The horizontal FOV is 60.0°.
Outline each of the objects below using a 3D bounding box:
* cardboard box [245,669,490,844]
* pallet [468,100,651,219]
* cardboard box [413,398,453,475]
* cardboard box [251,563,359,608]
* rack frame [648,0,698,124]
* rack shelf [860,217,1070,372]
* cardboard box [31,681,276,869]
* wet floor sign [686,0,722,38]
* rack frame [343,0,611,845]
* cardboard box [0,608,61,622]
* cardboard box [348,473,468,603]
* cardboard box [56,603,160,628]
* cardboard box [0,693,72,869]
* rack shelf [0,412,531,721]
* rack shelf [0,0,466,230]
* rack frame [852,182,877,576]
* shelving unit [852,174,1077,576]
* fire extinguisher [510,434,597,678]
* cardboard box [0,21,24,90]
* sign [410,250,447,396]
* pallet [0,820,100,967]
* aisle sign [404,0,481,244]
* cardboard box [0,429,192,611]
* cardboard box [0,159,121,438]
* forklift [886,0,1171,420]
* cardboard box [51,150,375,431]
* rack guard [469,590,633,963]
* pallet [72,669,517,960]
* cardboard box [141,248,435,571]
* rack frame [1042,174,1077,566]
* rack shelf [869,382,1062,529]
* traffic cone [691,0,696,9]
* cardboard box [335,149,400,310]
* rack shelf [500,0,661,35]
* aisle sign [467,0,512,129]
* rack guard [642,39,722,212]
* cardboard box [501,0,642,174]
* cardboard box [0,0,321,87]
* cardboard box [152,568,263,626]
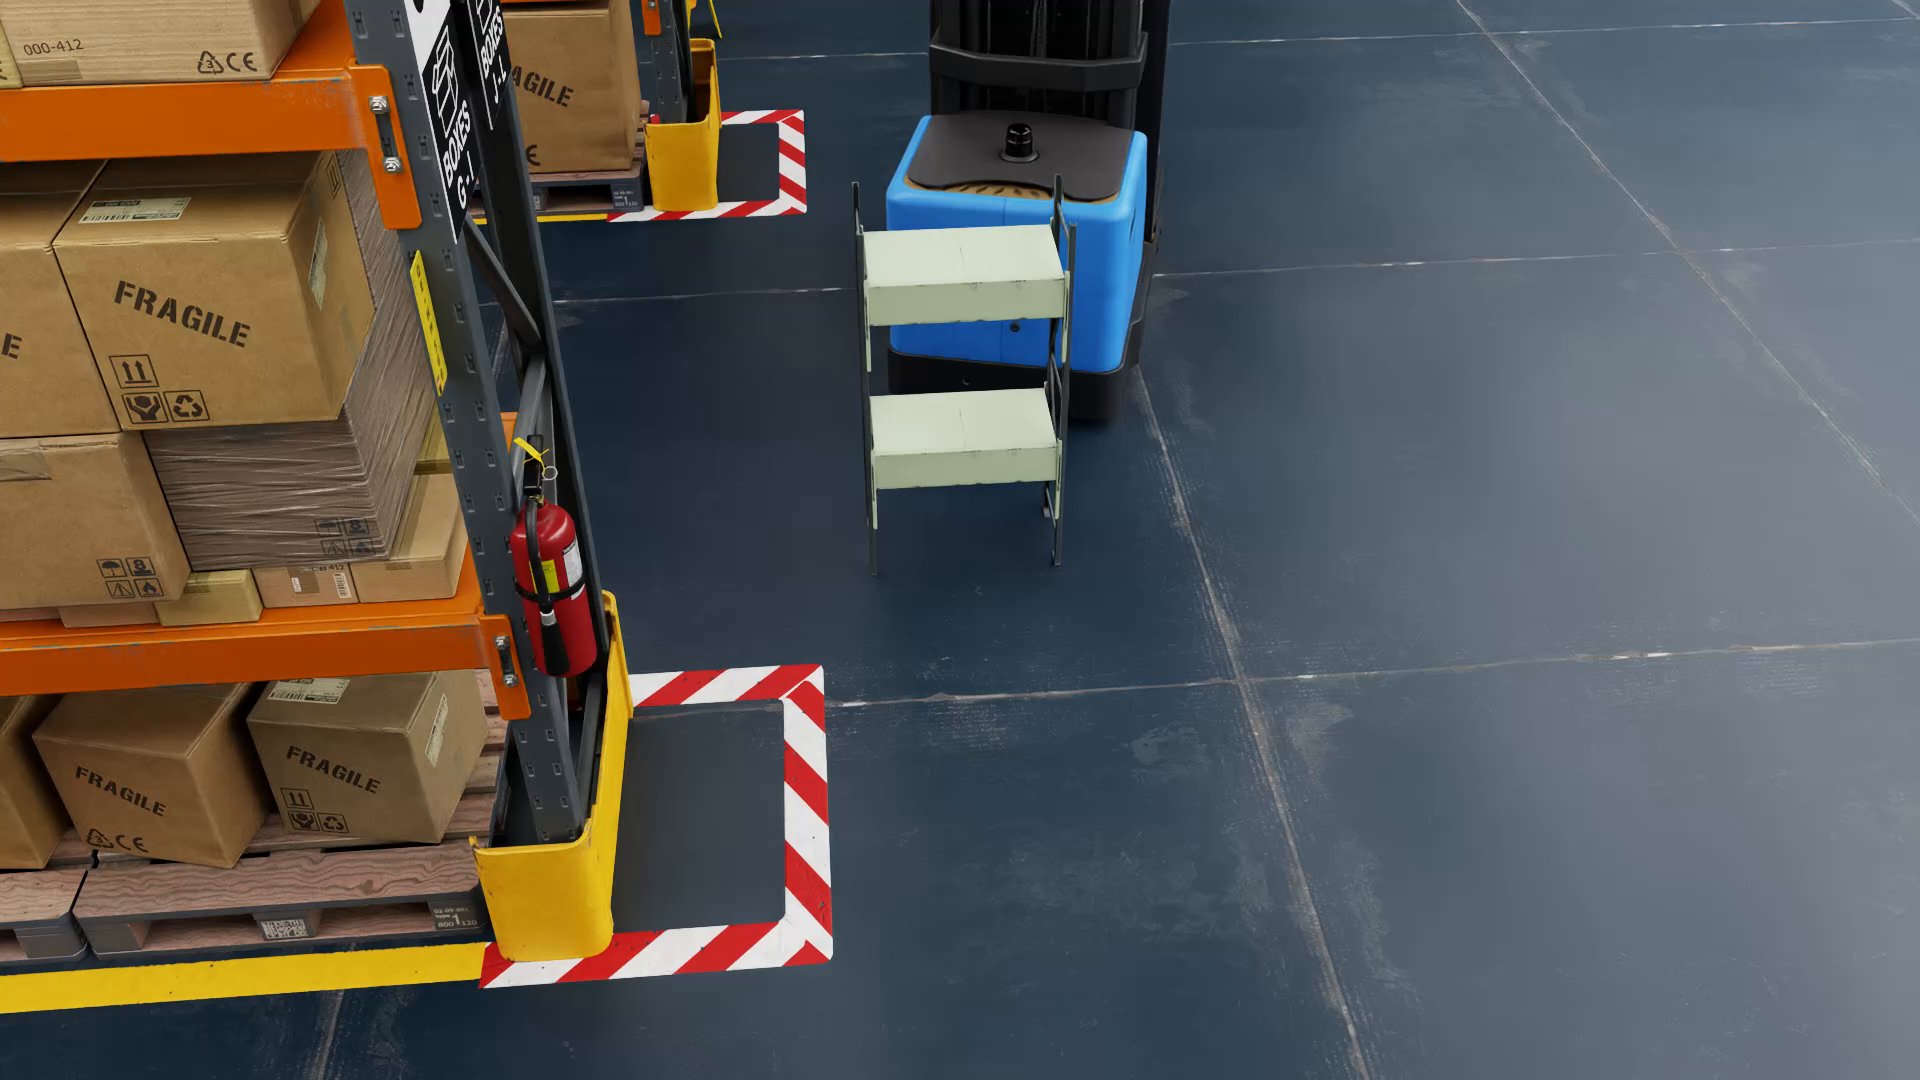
[{"bbox_3d":[-1.851,0.589,5.261,0.500,0.500,0.500,4,38,4],"label":"cardboard box"},{"bbox_3d":[-2.355,-2.130,9.279,1.213,0.211,1.003,-3,38,-4],"label":"pallet"},{"bbox_3d":[-1.532,-0.284,4.891,0.250,0.149,0.380,-3,38,-4],"label":"cardboard box"},{"bbox_3d":[-1.742,0.004,4.527,0.250,0.149,0.380,-3,38,-4],"label":"cardboard box"},{"bbox_3d":[-1.566,-3.317,8.532,0.127,3.000,1.000,-3,38,-4],"label":"rack frame"},{"bbox_3d":[0.007,-0.896,6.044,0.720,0.370,0.431,-3,38,-4],"label":"rack shelf"},{"bbox_3d":[-2.443,0.643,5.192,0.500,0.500,0.500,6,39,8],"label":"cardboard box"},{"bbox_3d":[-1.712,-3.616,10.812,0.232,0.644,0.267,-9,39,-12],"label":"wet floor sign"},{"bbox_3d":[-1.227,-0.251,4.647,0.127,3.000,1.000,-3,38,-4],"label":"rack frame"},{"bbox_3d":[-2.489,0.042,4.479,0.250,0.149,0.380,-3,38,-4],"label":"cardboard box"},{"bbox_3d":[-1.493,-0.010,4.543,0.250,0.149,0.380,-3,38,-4],"label":"cardboard box"},{"bbox_3d":[-2.237,0.053,4.464,0.250,0.149,0.380,-3,38,-4],"label":"cardboard box"},{"bbox_3d":[-3.068,0.666,5.164,0.500,0.500,0.500,0,38,0],"label":"cardboard box"},{"bbox_3d":[-3.219,0.141,4.731,4.000,0.370,1.077,-3,38,-4],"label":"rack shelf"},{"bbox_3d":[-3.219,-1.037,3.801,4.000,0.370,1.077,-3,38,-4],"label":"rack shelf"},{"bbox_3d":[-0.358,-0.569,6.260,0.023,1.500,0.400,-3,38,-4],"label":"rack frame"},{"bbox_3d":[0.007,-0.589,6.286,0.755,1.500,0.431,-3,38,-4],"label":"shelving unit"},{"bbox_3d":[-1.072,0.057,4.318,0.183,0.674,0.296,-3,38,-4],"label":"fire extinguisher"},{"bbox_3d":[-2.182,-1.158,3.495,0.500,0.250,0.500,-3,38,-4],"label":"cardboard box"},{"bbox_3d":[-1.198,-0.486,3.755,0.005,0.325,0.100,-3,38,-4],"label":"sign"},{"bbox_3d":[-3.328,0.935,5.394,1.213,0.211,1.003,-3,38,-4],"label":"pallet"},{"bbox_3d":[-1.139,-1.090,3.611,0.004,0.787,0.394,-3,38,-4],"label":"aisle sign"},{"bbox_3d":[-2.265,-0.293,4.378,0.500,0.500,0.875,-3,38,-4],"label":"cardboard box"},{"bbox_3d":[-2.251,-0.586,3.943,0.500,0.500,0.500,-3,38,-4],"label":"cardboard box"},{"bbox_3d":[0.449,-2.590,7.666,1.130,2.935,3.031,6,39,8],"label":"forklift"},{"bbox_3d":[-1.753,-0.617,3.983,0.500,0.500,0.500,-3,38,-4],"label":"cardboard box"},{"bbox_3d":[-1.303,0.734,5.416,0.348,0.500,1.175,-3,38,-4],"label":"rack guard"},{"bbox_3d":[-2.115,0.870,5.476,1.213,0.211,1.003,-3,38,-4],"label":"pallet"},{"bbox_3d":[-1.777,-0.394,4.507,0.500,0.500,0.875,-3,38,-4],"label":"cardboard box"},{"bbox_3d":[0.371,-0.609,6.311,0.023,1.500,0.400,-3,38,-4],"label":"rack frame"},{"bbox_3d":[0.007,-0.333,6.488,0.720,0.370,0.431,-3,38,-4],"label":"rack shelf"},{"bbox_3d":[-1.982,-3.884,11.299,0.334,0.463,0.336,-3,38,-4],"label":"traffic cone"},{"bbox_3d":[-1.799,-0.938,4.389,0.500,0.500,0.500,-3,38,-4],"label":"cardboard box"},{"bbox_3d":[-3.558,-2.925,8.616,4.000,0.370,1.077,-3,38,-4],"label":"rack shelf"},{"bbox_3d":[-1.192,-1.460,4.080,0.004,0.787,0.394,-3,38,-4],"label":"aisle sign"},{"bbox_3d":[-1.542,-2.337,9.308,0.348,0.500,1.175,-3,38,-4],"label":"rack guard"},{"bbox_3d":[-2.235,-2.570,8.962,0.875,0.875,0.875,-3,38,-4],"label":"cardboard box"},{"bbox_3d":[-1.685,-1.187,3.532,0.500,0.250,0.500,-2,38,-3],"label":"cardboard box"},{"bbox_3d":[-1.986,0.049,4.469,0.250,0.149,0.380,-3,38,-4],"label":"cardboard box"}]
